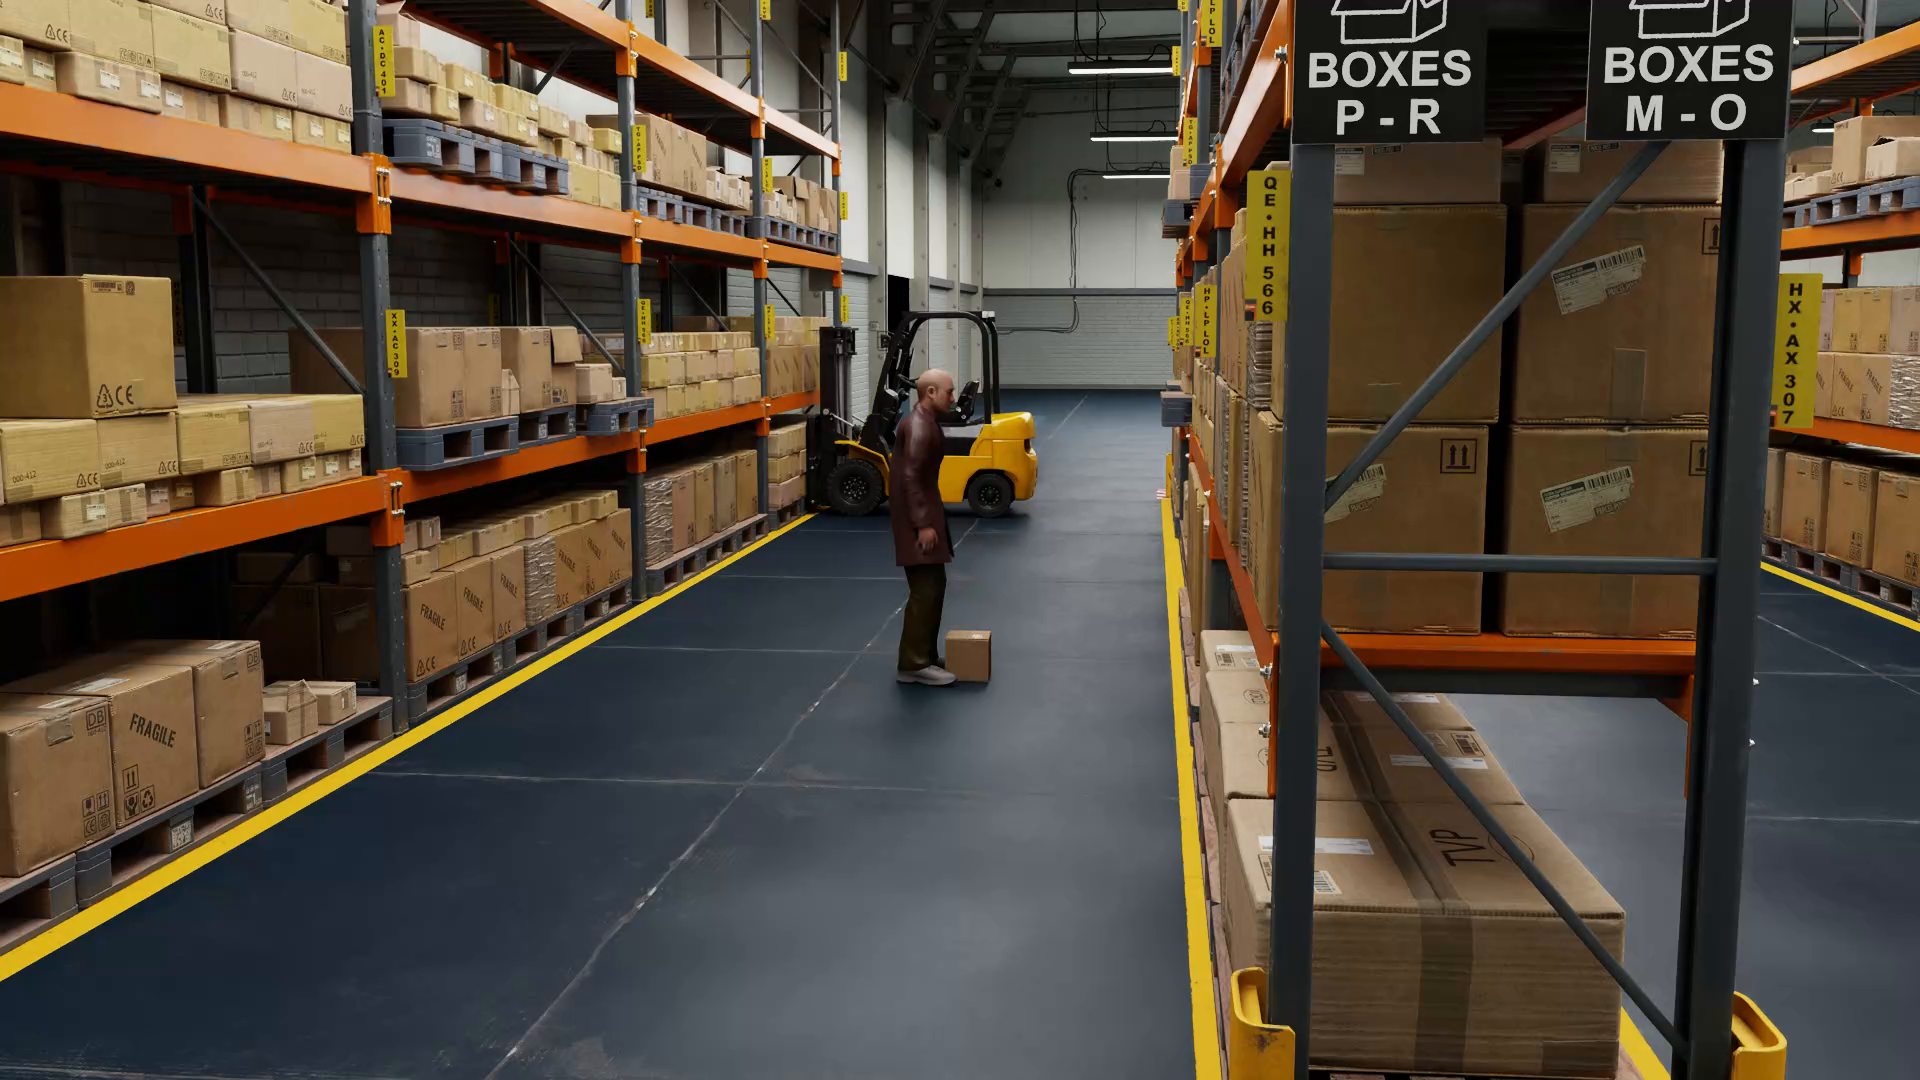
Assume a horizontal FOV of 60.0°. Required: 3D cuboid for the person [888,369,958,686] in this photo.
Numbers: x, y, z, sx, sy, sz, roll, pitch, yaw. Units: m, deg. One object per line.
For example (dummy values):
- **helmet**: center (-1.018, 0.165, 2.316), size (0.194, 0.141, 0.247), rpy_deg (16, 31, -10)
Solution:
- **person**: center (-0.198, -0.090, 9.529), size (0.419, 1.774, 0.645), rpy_deg (1, 7, 6)
